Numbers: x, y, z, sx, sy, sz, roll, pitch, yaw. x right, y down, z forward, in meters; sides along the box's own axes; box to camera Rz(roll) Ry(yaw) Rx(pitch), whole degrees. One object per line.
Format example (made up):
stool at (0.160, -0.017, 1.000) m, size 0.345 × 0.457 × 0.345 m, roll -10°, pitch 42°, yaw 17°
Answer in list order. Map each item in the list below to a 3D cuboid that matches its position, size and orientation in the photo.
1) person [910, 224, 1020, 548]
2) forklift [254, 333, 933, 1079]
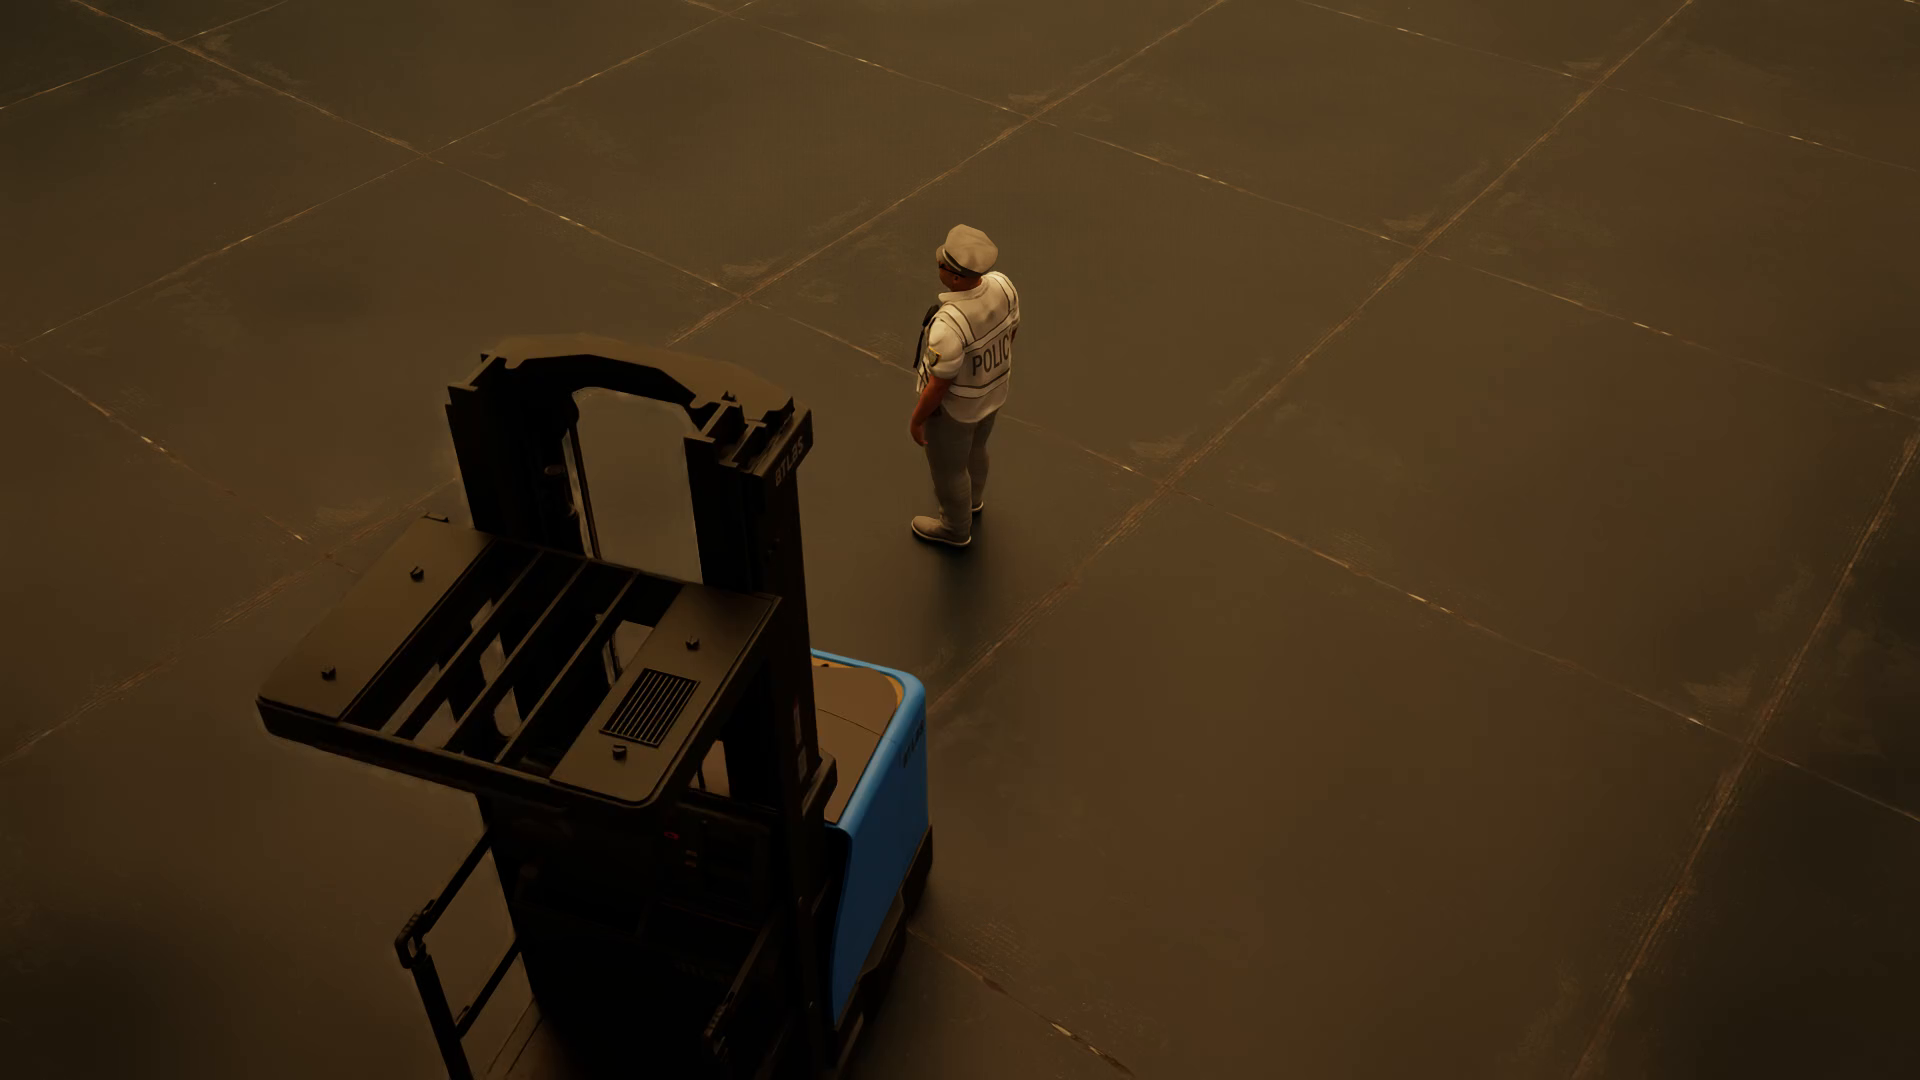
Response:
person at (-0.054, -0.720, 7.794) m, size 0.575 × 1.781 × 0.640 m, roll 26°, pitch 47°, yaw 28°
forklift at (-1.072, 1.002, 4.899) m, size 1.130 × 2.935 × 3.031 m, roll 13°, pitch 42°, yaw 14°
